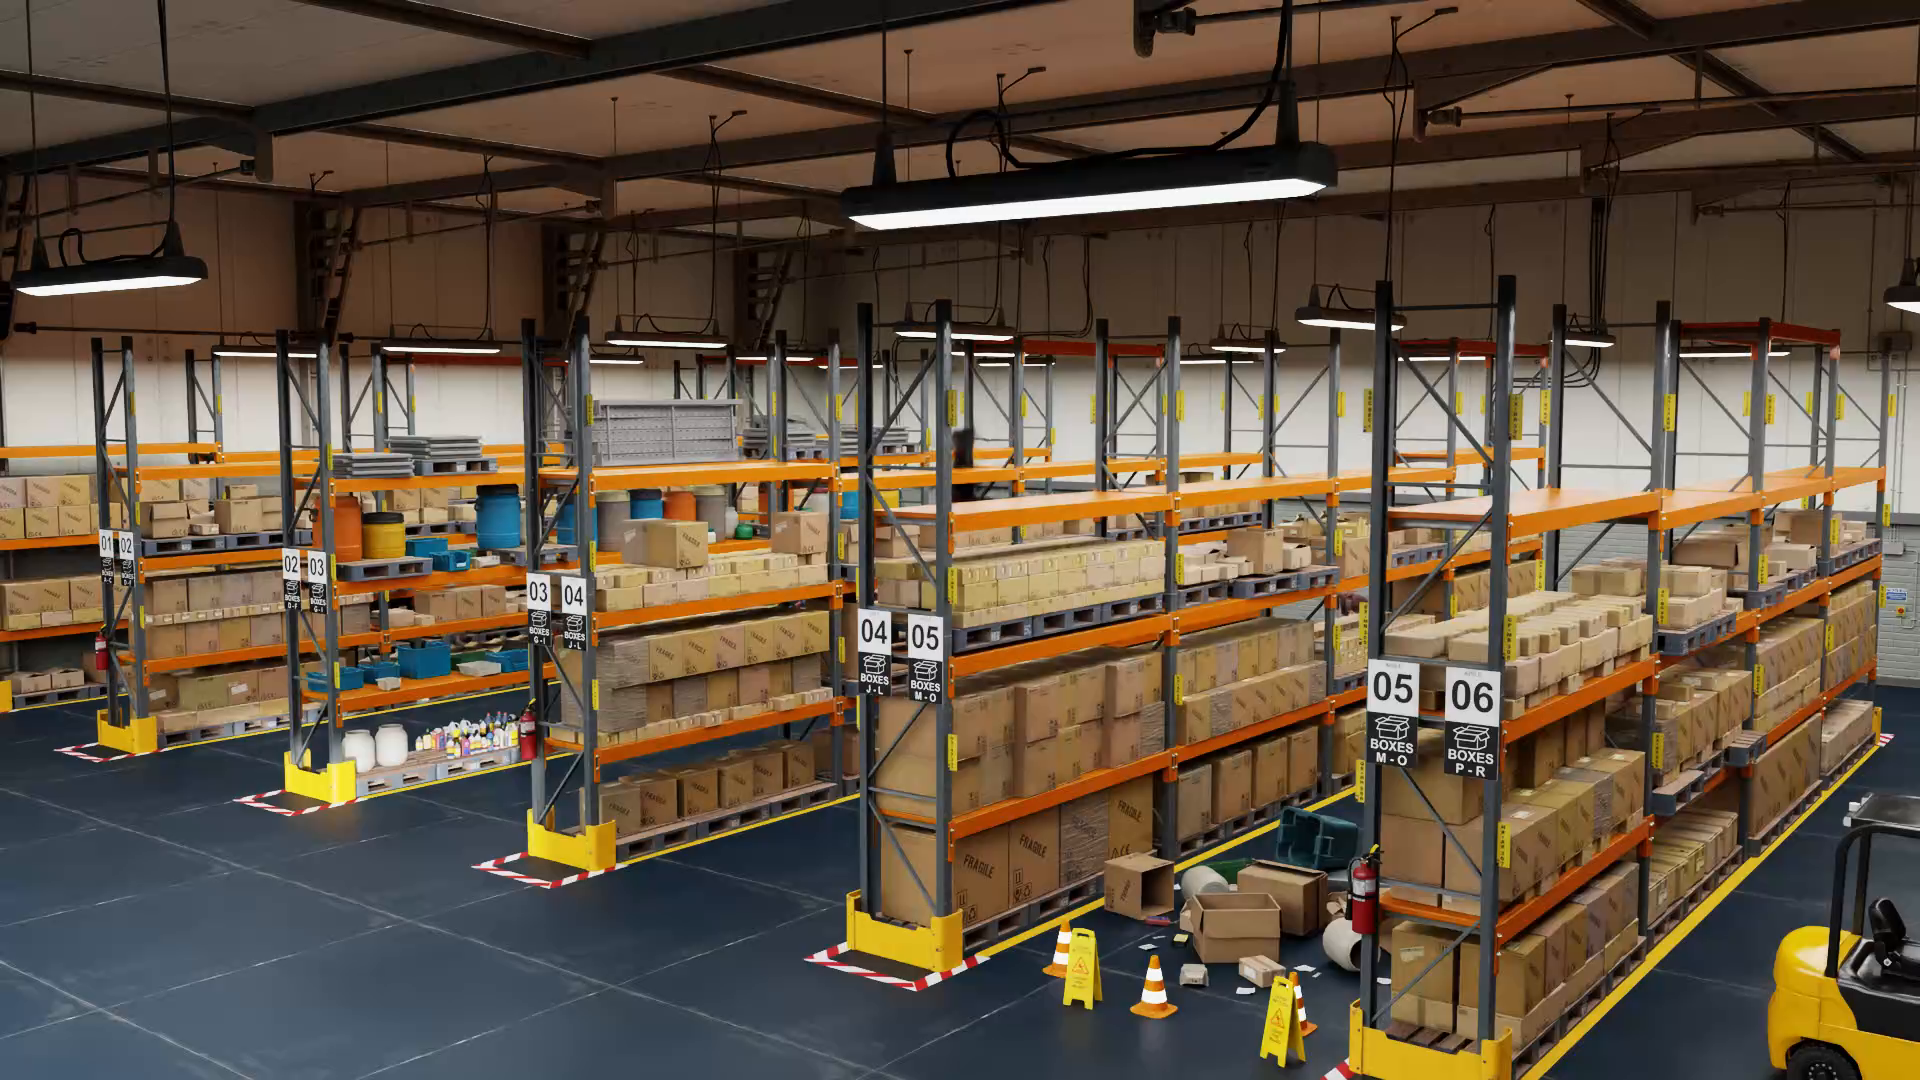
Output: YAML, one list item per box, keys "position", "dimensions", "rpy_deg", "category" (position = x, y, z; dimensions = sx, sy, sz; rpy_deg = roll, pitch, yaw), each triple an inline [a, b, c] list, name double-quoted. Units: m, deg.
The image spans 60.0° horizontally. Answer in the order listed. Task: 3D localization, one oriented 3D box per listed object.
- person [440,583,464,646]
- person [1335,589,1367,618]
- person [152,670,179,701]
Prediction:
- position: [-9.593, 1.595, 31.409]
  dimensions: [0.561, 1.712, 0.855]
  rpy_deg: [4, 6, 36]
  category: "person"
- position: [7.385, 1.629, 31.395]
  dimensions: [0.739, 1.701, 1.058]
  rpy_deg: [3, 6, 29]
  category: "person"
- position: [-12.795, 1.992, 26.588]
  dimensions: [0.702, 1.730, 0.911]
  rpy_deg: [1, 5, 12]
  category: "person"
